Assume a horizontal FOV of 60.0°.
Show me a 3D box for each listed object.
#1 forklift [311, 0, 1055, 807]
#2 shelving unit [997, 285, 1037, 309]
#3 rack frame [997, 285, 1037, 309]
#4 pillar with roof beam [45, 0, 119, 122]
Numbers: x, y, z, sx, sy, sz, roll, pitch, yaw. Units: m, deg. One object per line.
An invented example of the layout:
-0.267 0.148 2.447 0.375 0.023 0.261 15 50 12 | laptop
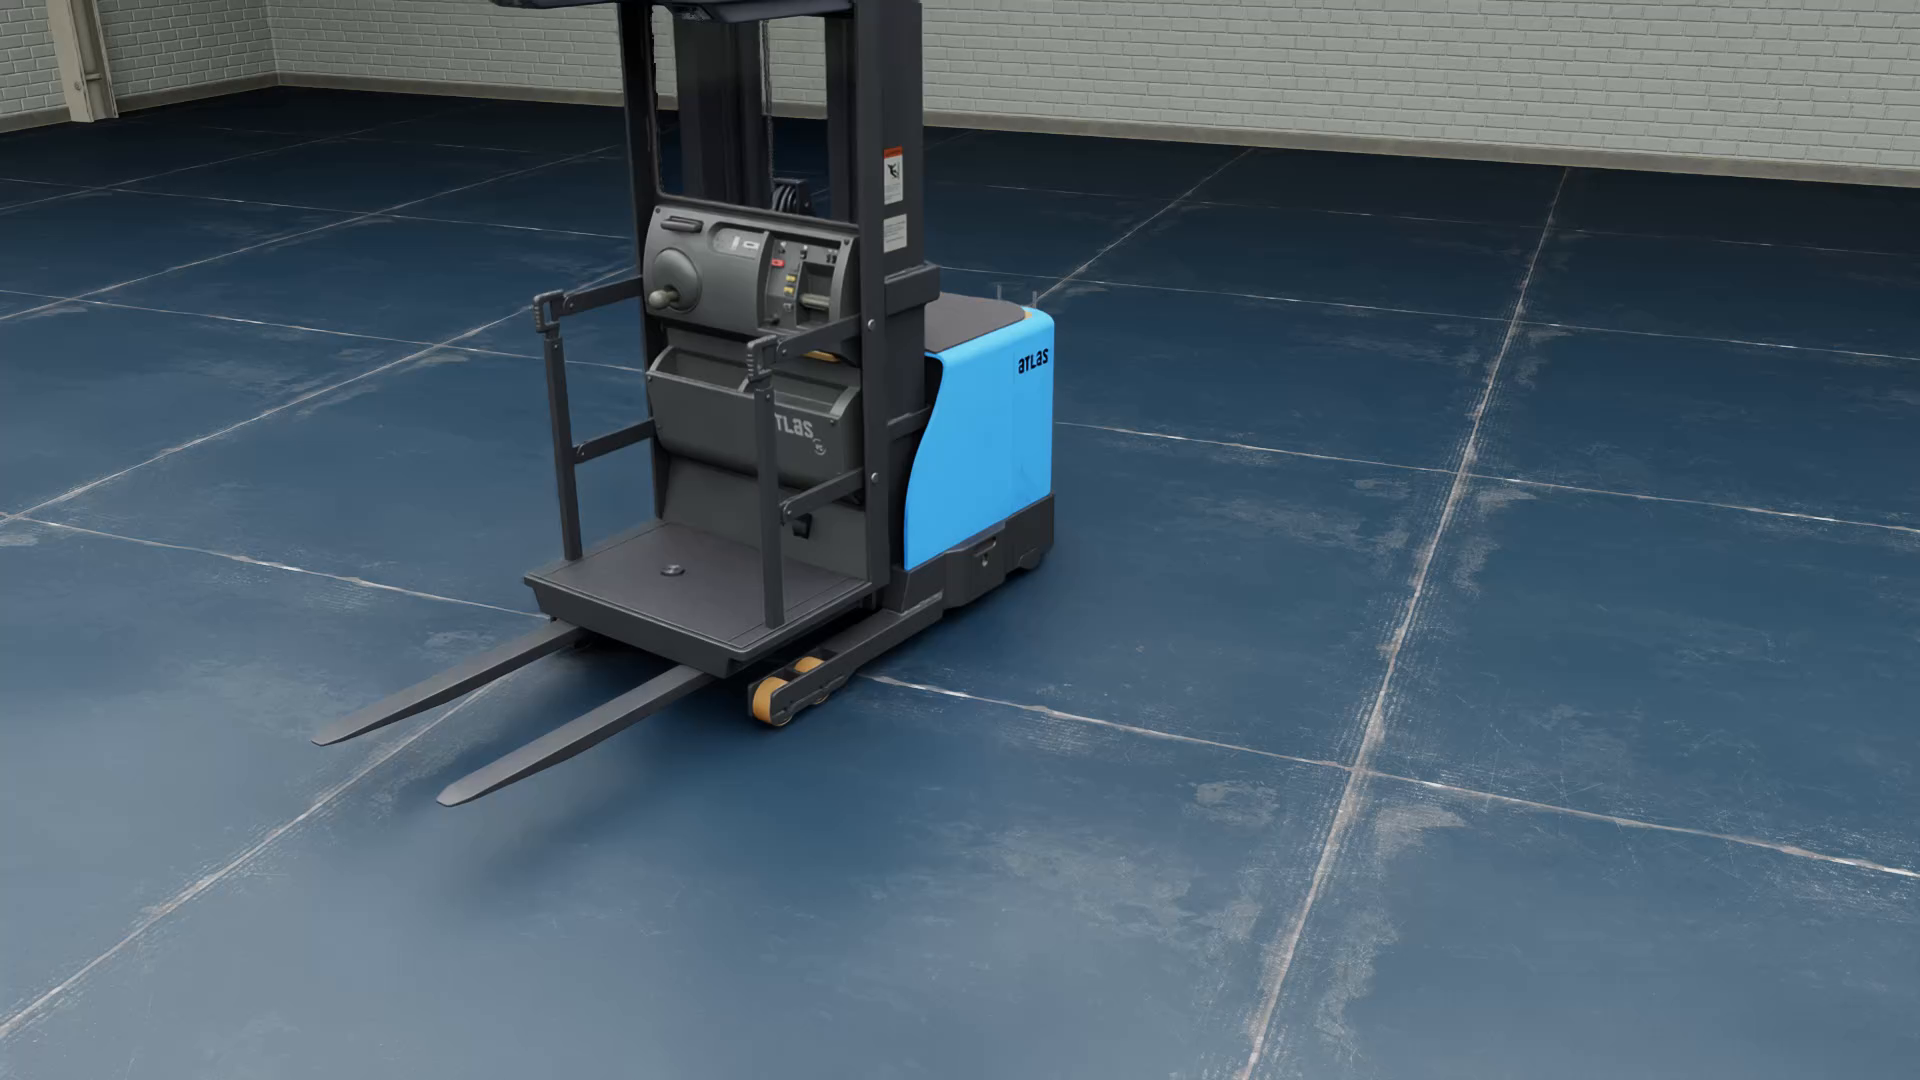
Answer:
-0.873 -0.924 5.658 1.130 2.935 3.031 15 27 33 | forklift
0.172 -0.548 7.200 0.215 1.050 0.252 15 27 33 | shelving unit
0.243 -0.586 7.292 0.200 1.050 0.008 15 27 33 | rack frame
-5.585 -8.197 15.198 9.100 9.000 0.400 9 24 20 | pillar with roof beam
